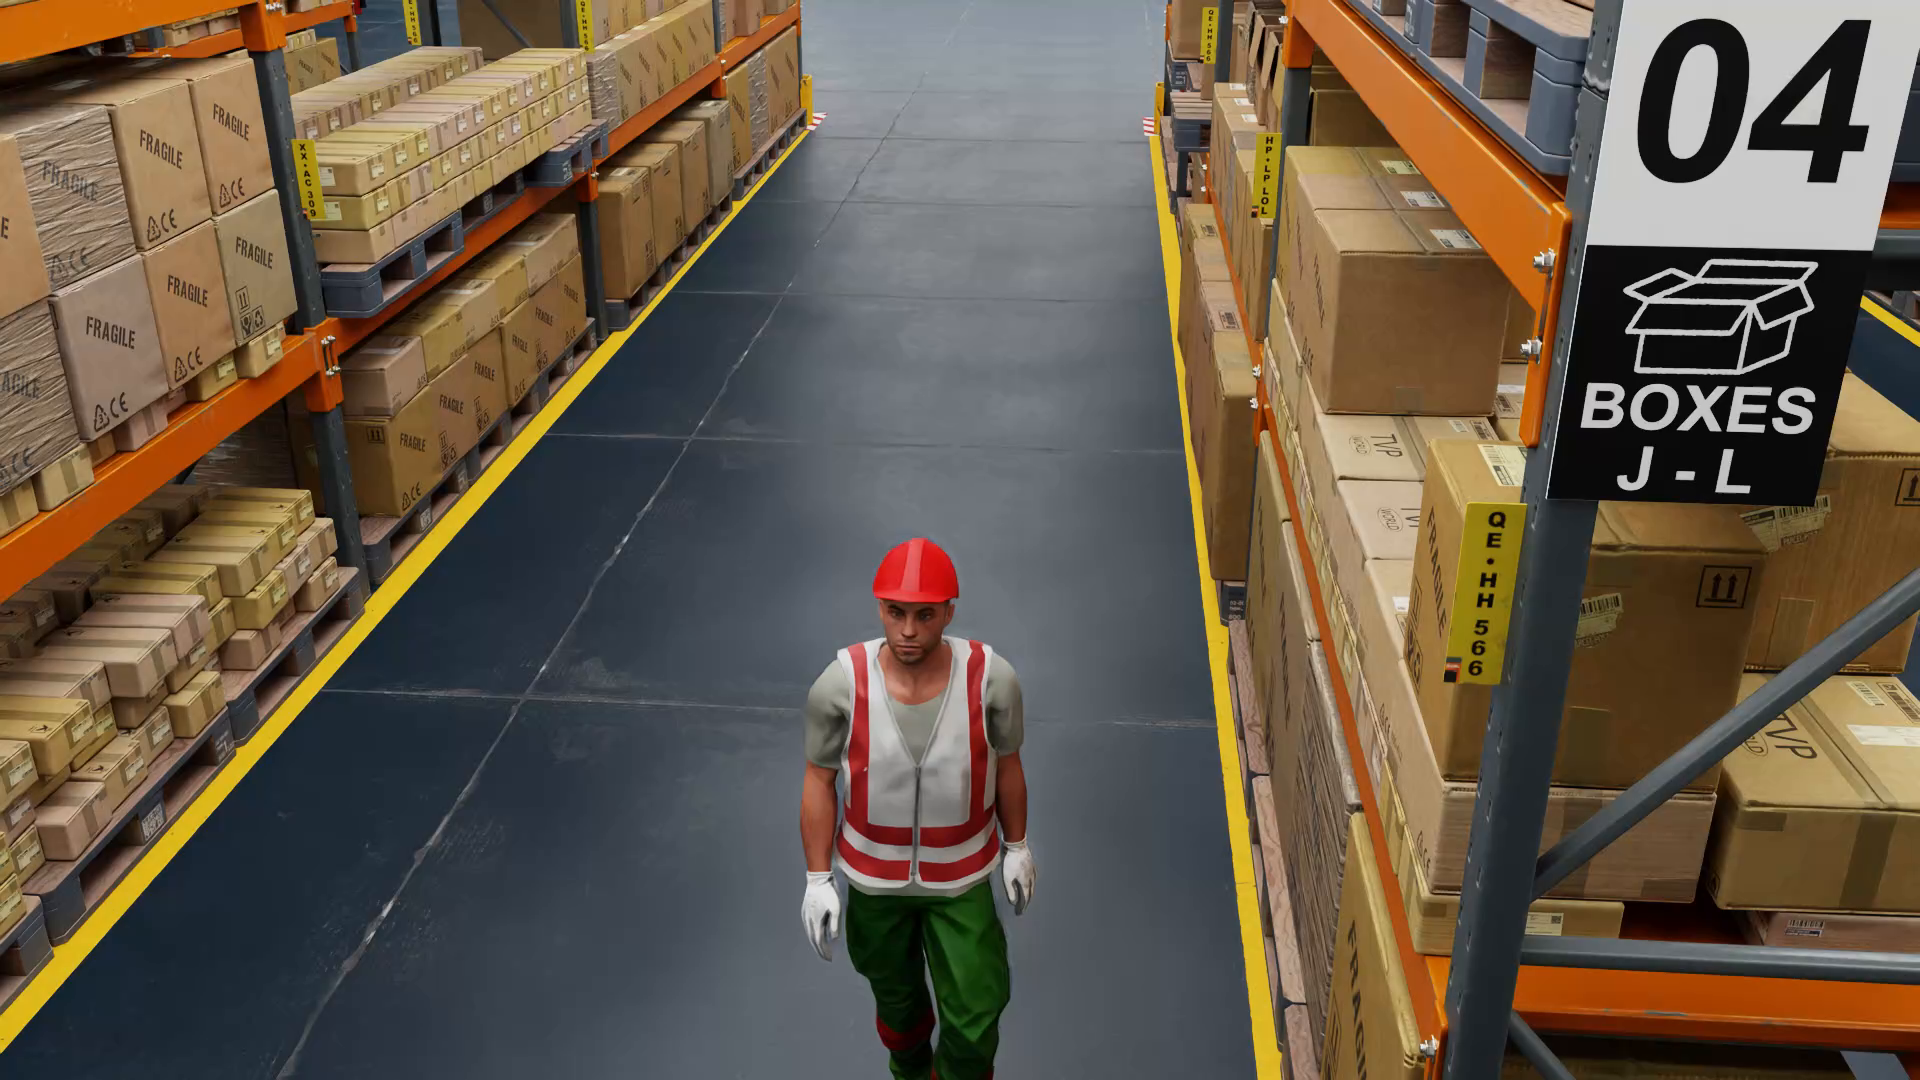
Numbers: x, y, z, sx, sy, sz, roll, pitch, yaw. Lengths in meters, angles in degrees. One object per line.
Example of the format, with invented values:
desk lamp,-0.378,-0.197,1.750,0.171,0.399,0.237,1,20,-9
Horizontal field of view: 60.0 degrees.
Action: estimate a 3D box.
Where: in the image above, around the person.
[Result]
person,-0.099,0.867,4.161,0.589,1.844,0.519,0,24,1
